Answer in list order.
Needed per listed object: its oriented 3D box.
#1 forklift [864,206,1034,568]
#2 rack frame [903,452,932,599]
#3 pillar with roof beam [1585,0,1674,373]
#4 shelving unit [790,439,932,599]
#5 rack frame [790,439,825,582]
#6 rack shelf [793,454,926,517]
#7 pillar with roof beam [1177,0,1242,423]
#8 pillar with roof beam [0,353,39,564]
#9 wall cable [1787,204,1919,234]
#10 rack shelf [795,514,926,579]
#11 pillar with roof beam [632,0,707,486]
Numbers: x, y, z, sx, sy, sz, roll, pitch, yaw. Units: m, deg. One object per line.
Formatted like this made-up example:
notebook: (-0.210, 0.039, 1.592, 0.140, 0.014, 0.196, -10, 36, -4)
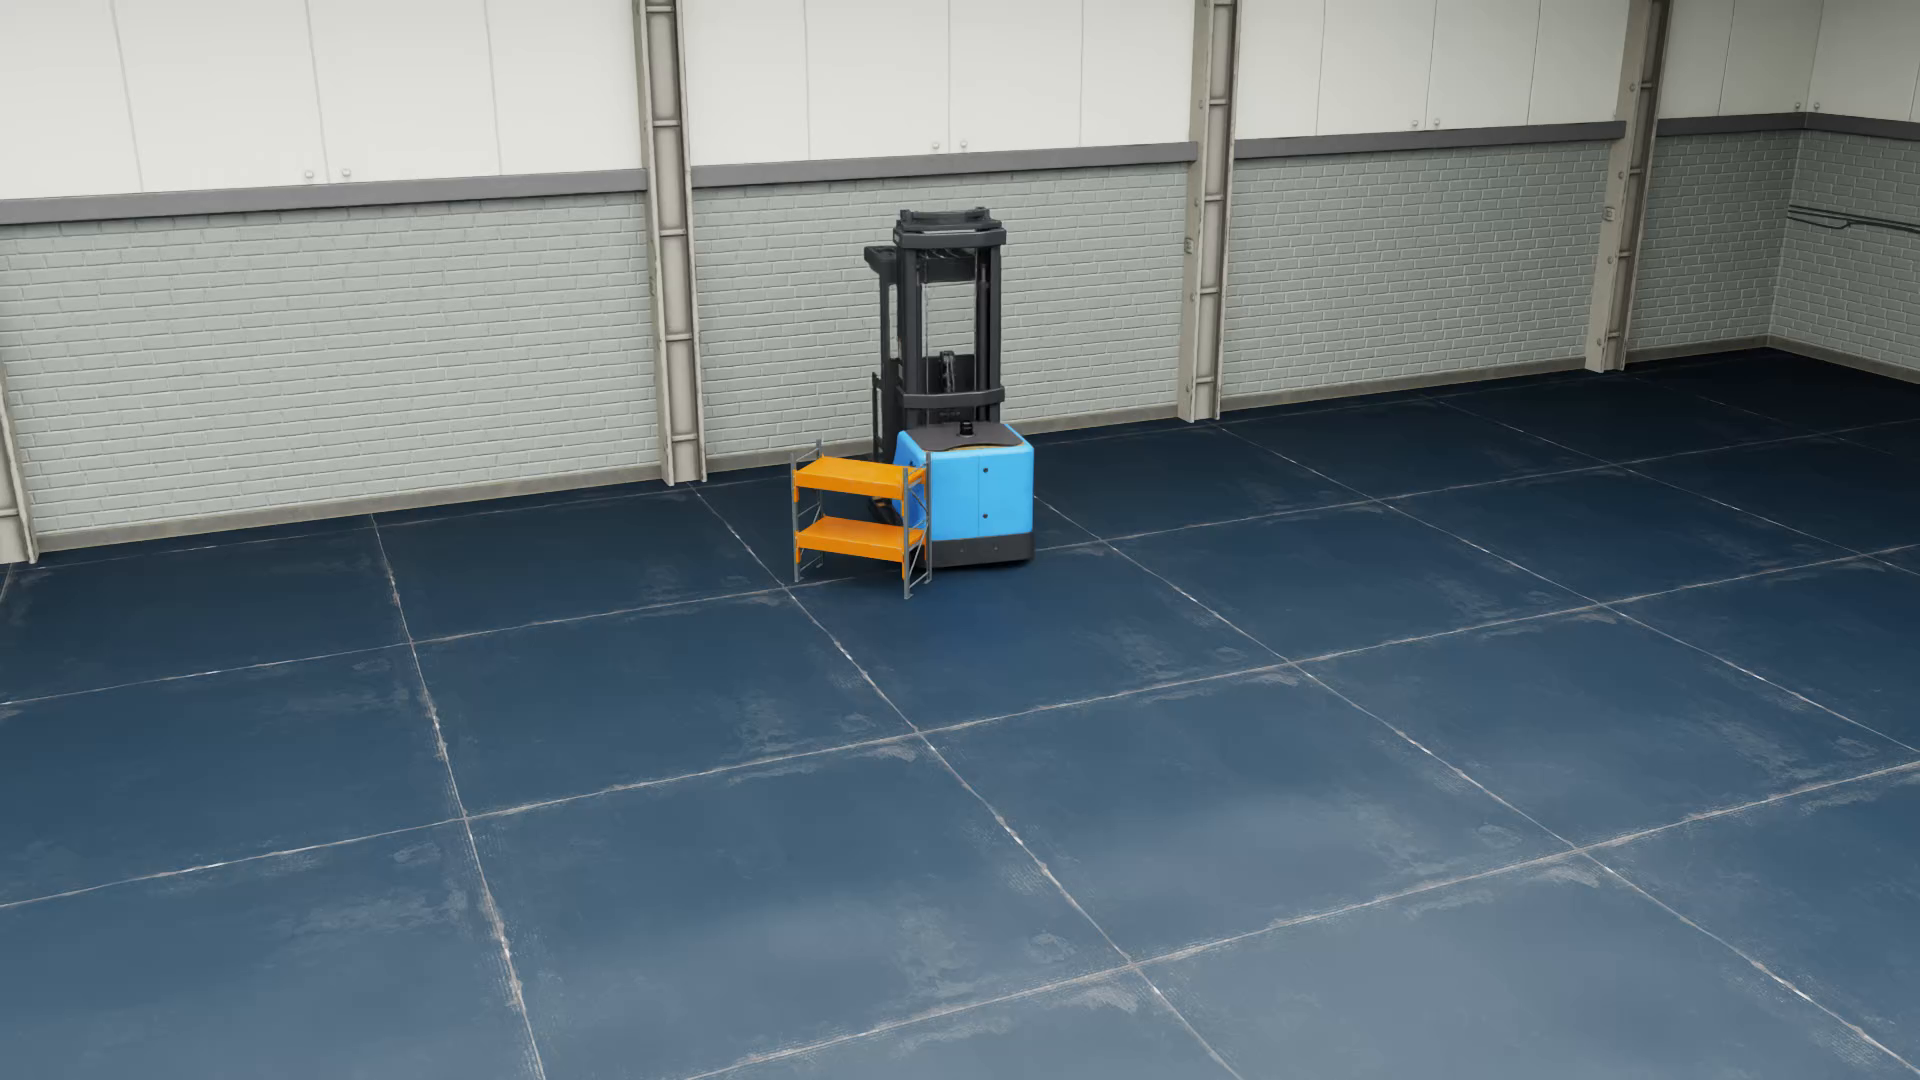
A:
forklift: (-0.241, -1.596, 15.174, 1.130, 2.935, 3.031, -5, 20, -14)
rack frame: (-0.349, -0.120, 13.703, 0.032, 1.125, 0.500, 8, 21, 21)
pillar with roof beam: (9.940, -5.123, 16.054, 0.400, 9.000, 9.100, -8, 21, -22)
shelving unit: (-0.817, -0.186, 13.889, 1.048, 1.125, 0.538, 8, 21, 21)
rack frame: (-1.286, -0.251, 14.075, 0.032, 1.125, 0.500, 8, 21, 21)
rack shelf: (-0.817, -0.462, 13.792, 1.000, 0.278, 0.538, 8, 21, 21)
pillar with roof beam: (4.430, -4.333, 13.813, 0.400, 9.000, 9.100, -8, 21, -22)
pillar with roof beam: (-6.588, -2.755, 9.329, 0.400, 9.000, 9.100, -8, 21, -22)
wall cable: (11.463, -4.955, 20.254, 0.112, 2.526, 3.097, -8, 21, -22)
rack shelf: (-0.817, 0.045, 13.970, 1.000, 0.278, 0.538, 8, 21, 21)
pillar with roof beam: (-1.079, -3.544, 11.571, 0.400, 9.000, 9.100, -8, 21, -22)
